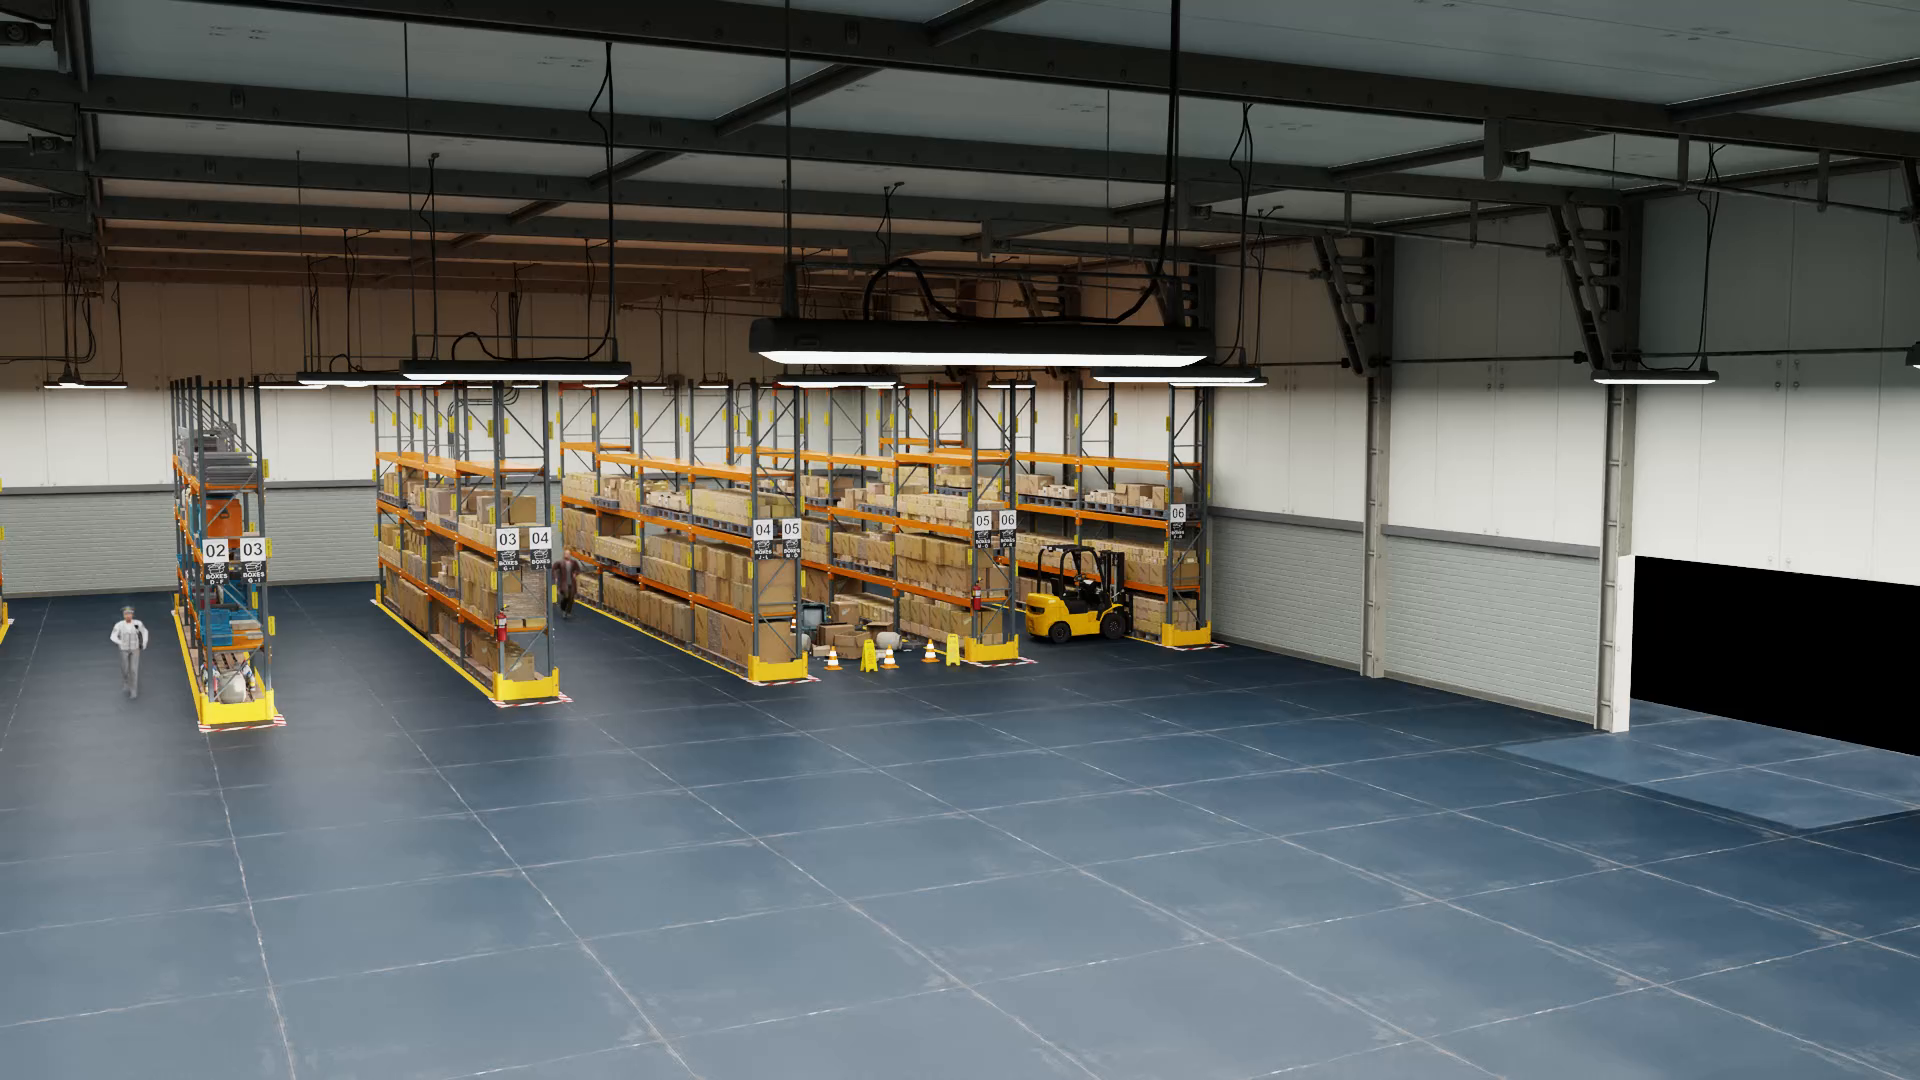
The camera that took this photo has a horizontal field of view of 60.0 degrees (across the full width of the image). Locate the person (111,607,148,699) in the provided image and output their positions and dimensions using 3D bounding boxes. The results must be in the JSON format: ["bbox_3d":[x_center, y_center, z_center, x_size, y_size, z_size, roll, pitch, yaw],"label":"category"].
[{"bbox_3d":[-15.673,2.092,31.408,0.637,1.712,0.815,-3,6,-28],"label":"person"}]

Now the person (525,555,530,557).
[{"bbox_3d":[-12.341,0.663,47.679,0.711,1.690,0.644,5,7,43],"label":"person"}]

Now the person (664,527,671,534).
[{"bbox_3d":[-8.750,0.438,50.130,0.674,1.695,0.686,-2,5,-17],"label":"person"}]

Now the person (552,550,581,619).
[{"bbox_3d":[-9.872,1.116,41.871,0.693,1.741,0.693,-3,6,-29],"label":"person"}]
